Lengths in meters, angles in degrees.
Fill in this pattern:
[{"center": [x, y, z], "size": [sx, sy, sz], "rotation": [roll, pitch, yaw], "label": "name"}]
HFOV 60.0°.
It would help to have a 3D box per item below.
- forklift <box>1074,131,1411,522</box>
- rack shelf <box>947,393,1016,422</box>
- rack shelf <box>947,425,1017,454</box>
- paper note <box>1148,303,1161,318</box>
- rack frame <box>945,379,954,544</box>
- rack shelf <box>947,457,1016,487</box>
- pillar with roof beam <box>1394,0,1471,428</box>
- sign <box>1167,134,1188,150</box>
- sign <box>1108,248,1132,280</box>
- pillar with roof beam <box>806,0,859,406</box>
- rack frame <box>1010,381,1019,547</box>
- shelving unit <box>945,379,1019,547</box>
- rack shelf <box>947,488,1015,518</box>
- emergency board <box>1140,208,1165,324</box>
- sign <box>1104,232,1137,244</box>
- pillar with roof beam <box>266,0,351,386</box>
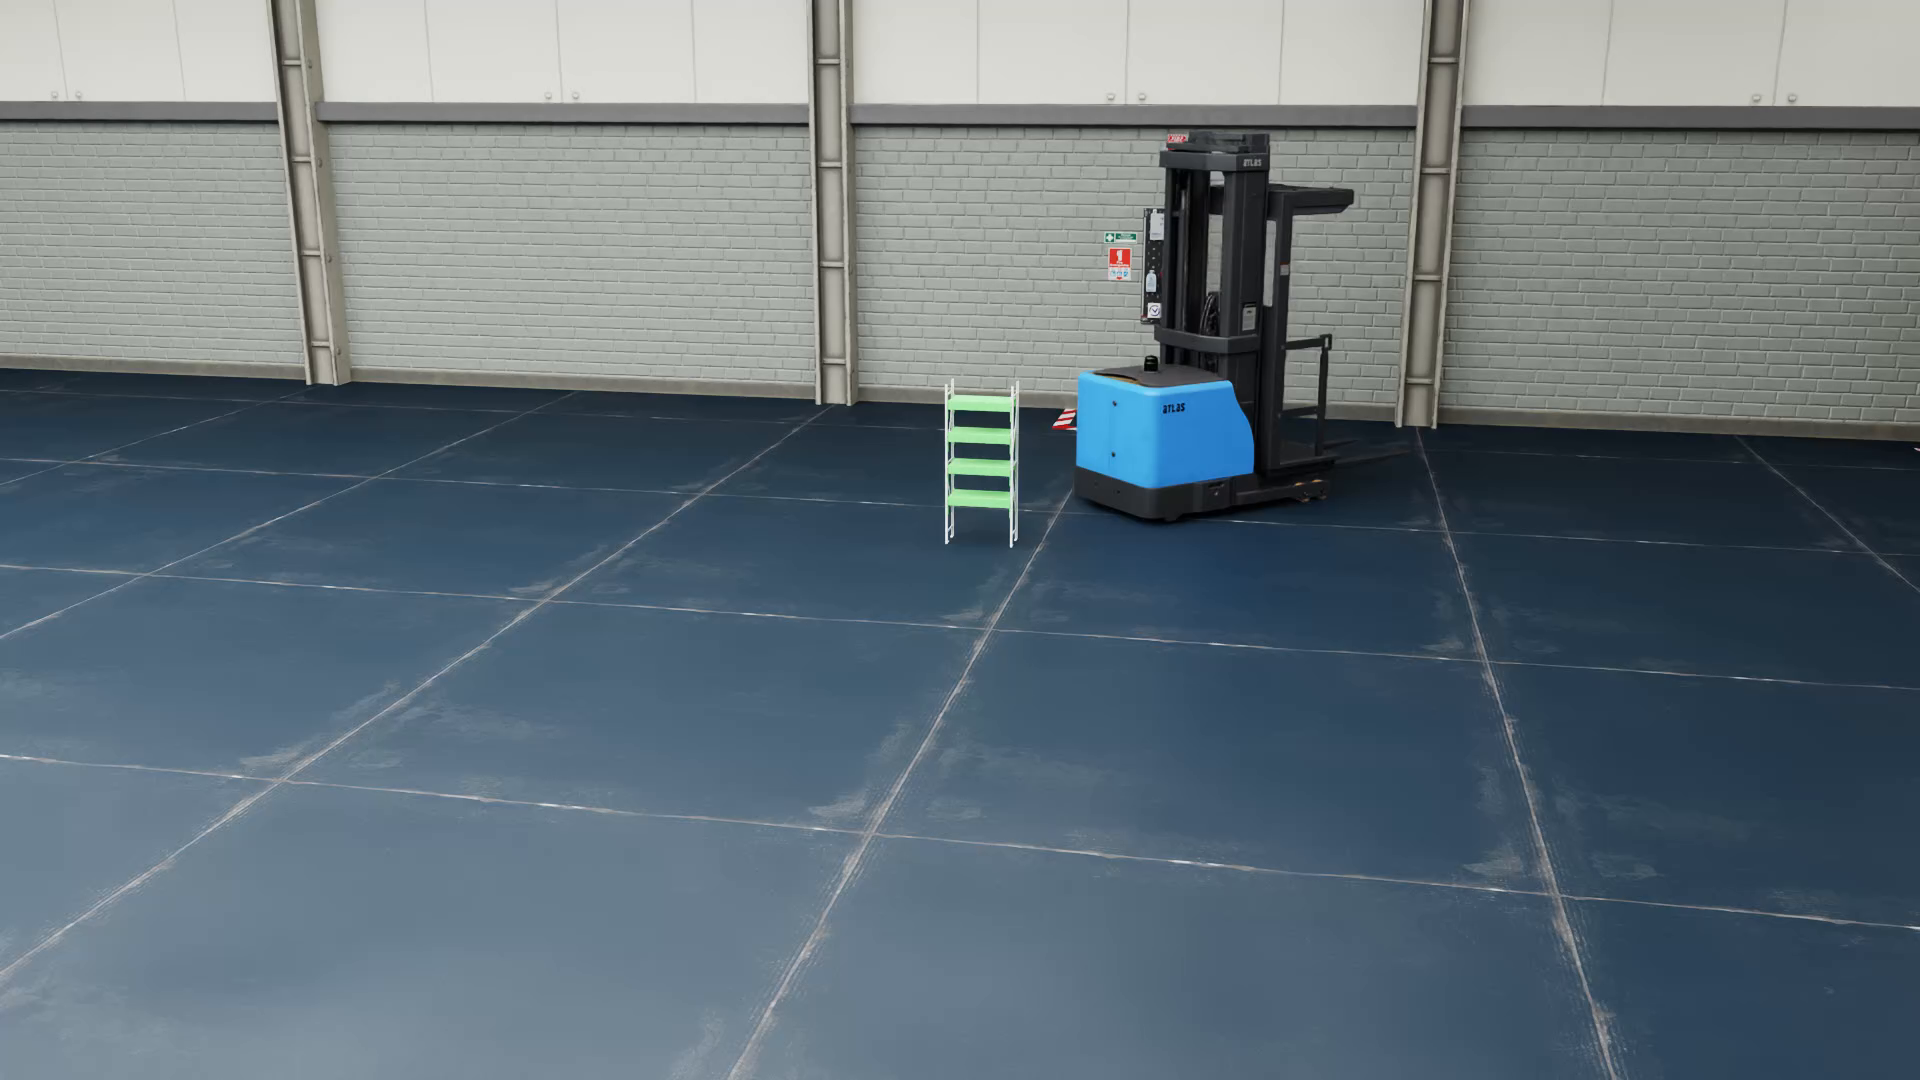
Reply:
[{"center": [2.455, -1.827, 13.599], "size": [3.031, 2.935, 1.130], "rotation": [-9, 18, -31], "label": "forklift"}, {"center": [0.162, -0.970, 12.189], "size": [0.480, 0.148, 0.258], "rotation": [3, 16, 11], "label": "rack shelf"}, {"center": [0.162, -0.739, 12.253], "size": [0.480, 0.148, 0.258], "rotation": [3, 16, 11], "label": "rack shelf"}, {"center": [1.992, -2.347, 16.996], "size": [0.142, 0.148, 0.016], "rotation": [3, 16, 11], "label": "paper note"}, {"center": [-0.077, -0.582, 12.347], "size": [0.015, 1.200, 0.240], "rotation": [3, 16, 11], "label": "rack frame"}, {"center": [0.162, -0.508, 12.317], "size": [0.480, 0.148, 0.258], "rotation": [3, 16, 11], "label": "rack shelf"}, {"center": [3.708, -4.368, 11.402], "size": [0.400, 9.000, 9.100], "rotation": [3, 16, 11], "label": "pillar with roof beam"}, {"center": [2.164, -3.888, 16.566], "size": [0.199, 0.298, 0.001], "rotation": [3, 16, 11], "label": "sign"}, {"center": [1.631, -2.818, 16.978], "size": [0.234, 0.329, 0.001], "rotation": [3, 16, 11], "label": "sign"}, {"center": [-2.172, -4.687, 12.555], "size": [0.400, 9.000, 9.100], "rotation": [3, 16, 11], "label": "pillar with roof beam"}, {"center": [0.401, -0.556, 12.253], "size": [0.015, 1.200, 0.240], "rotation": [3, 16, 11], "label": "rack frame"}, {"center": [0.162, -0.569, 12.300], "size": [0.503, 1.200, 0.258], "rotation": [3, 16, 11], "label": "shelving unit"}, {"center": [0.162, -0.277, 12.381], "size": [0.480, 0.148, 0.258], "rotation": [3, 16, 11], "label": "rack shelf"}, {"center": [2.152, -2.744, 16.779], "size": [0.643, 1.169, 0.194], "rotation": [3, 16, 11], "label": "emergency board"}, {"center": [1.633, -3.071, 16.898], "size": [0.331, 0.109, 0.001], "rotation": [3, 16, 11], "label": "sign"}, {"center": [-8.051, -5.006, 13.707], "size": [0.400, 9.000, 9.100], "rotation": [3, 16, 11], "label": "pillar with roof beam"}]
